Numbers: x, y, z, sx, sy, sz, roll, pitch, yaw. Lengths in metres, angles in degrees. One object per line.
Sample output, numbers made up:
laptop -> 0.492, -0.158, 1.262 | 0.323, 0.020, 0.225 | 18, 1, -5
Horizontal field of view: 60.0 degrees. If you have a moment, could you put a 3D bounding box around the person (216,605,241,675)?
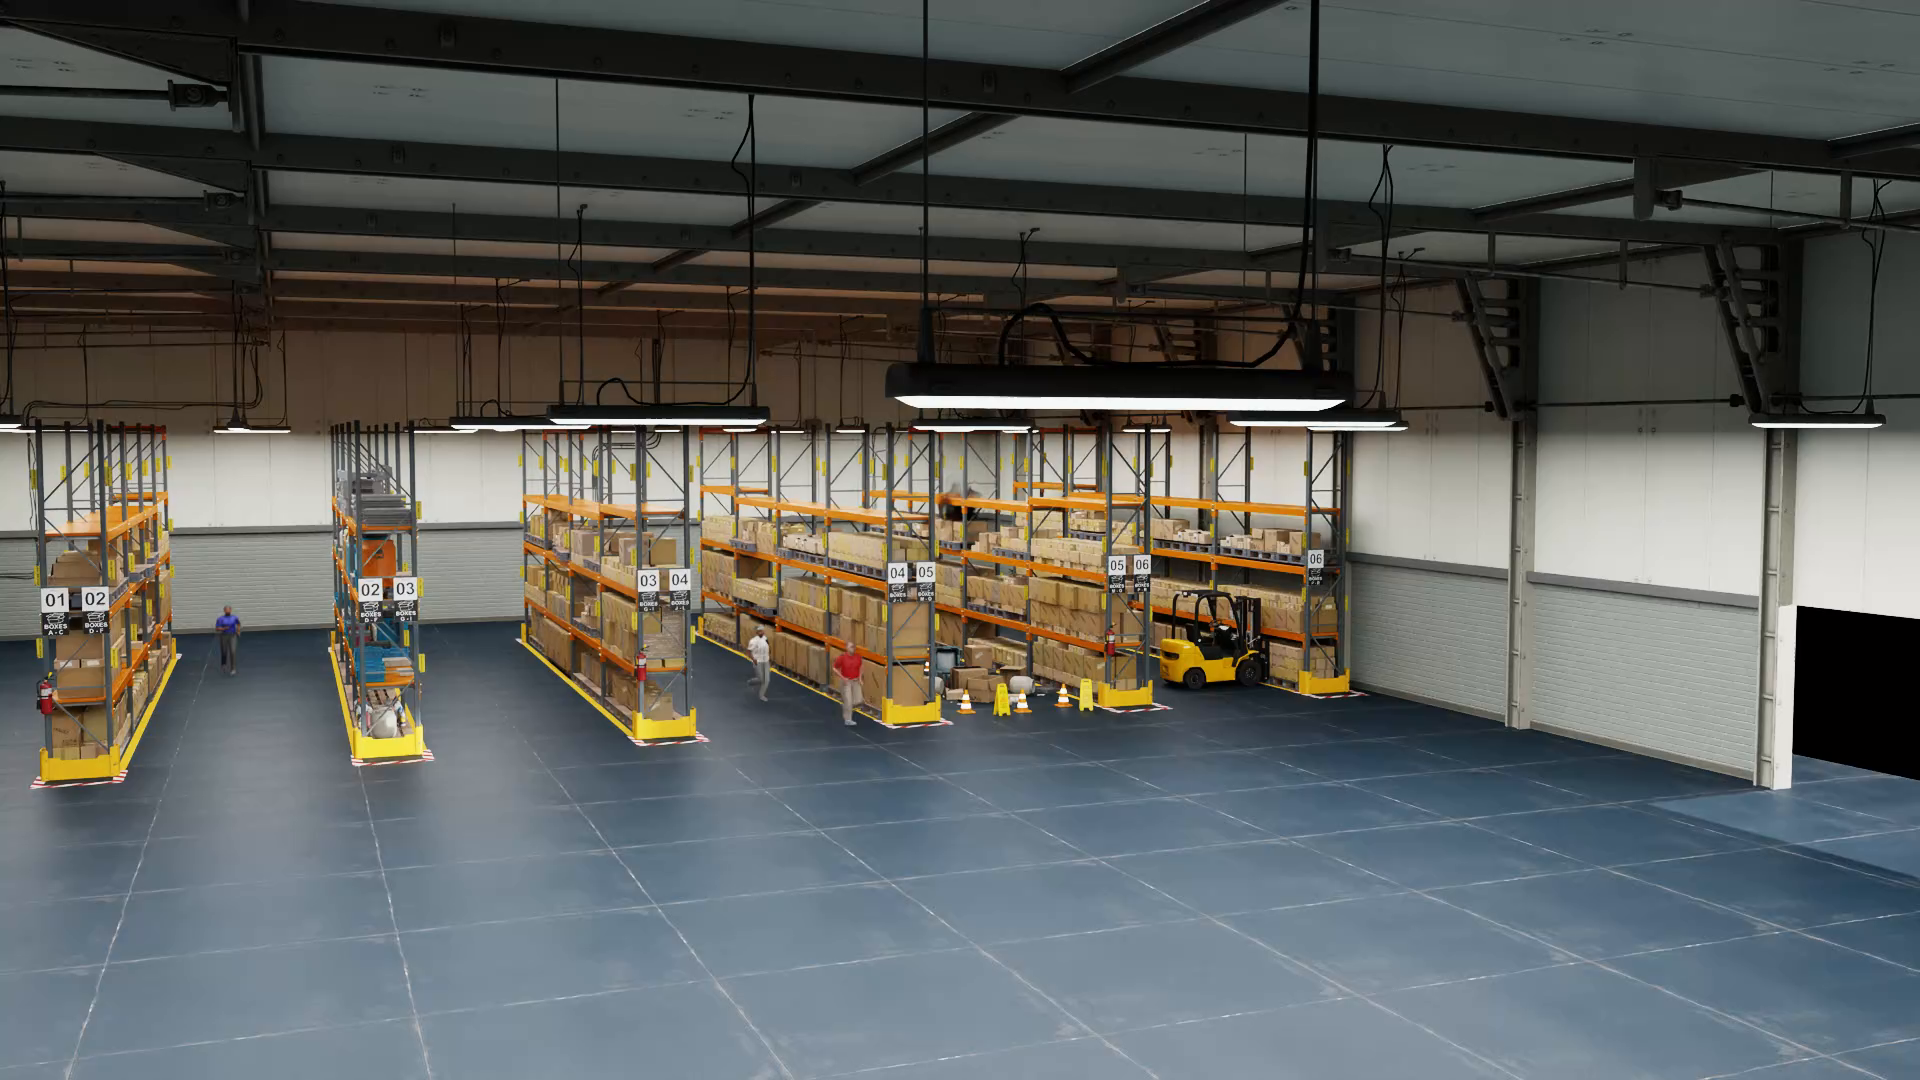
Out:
person -> -17.543, 2.383, 39.885 | 0.575, 1.645, 0.938 | -2, 4, -28

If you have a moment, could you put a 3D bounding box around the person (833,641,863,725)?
person -> -2.190, 2.830, 32.831 | 0.691, 1.674, 0.632 | -2, 4, -34

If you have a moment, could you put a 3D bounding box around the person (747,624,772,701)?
person -> -4.363, 2.645, 36.164 | 0.582, 1.665, 0.578 | -3, 5, -41
